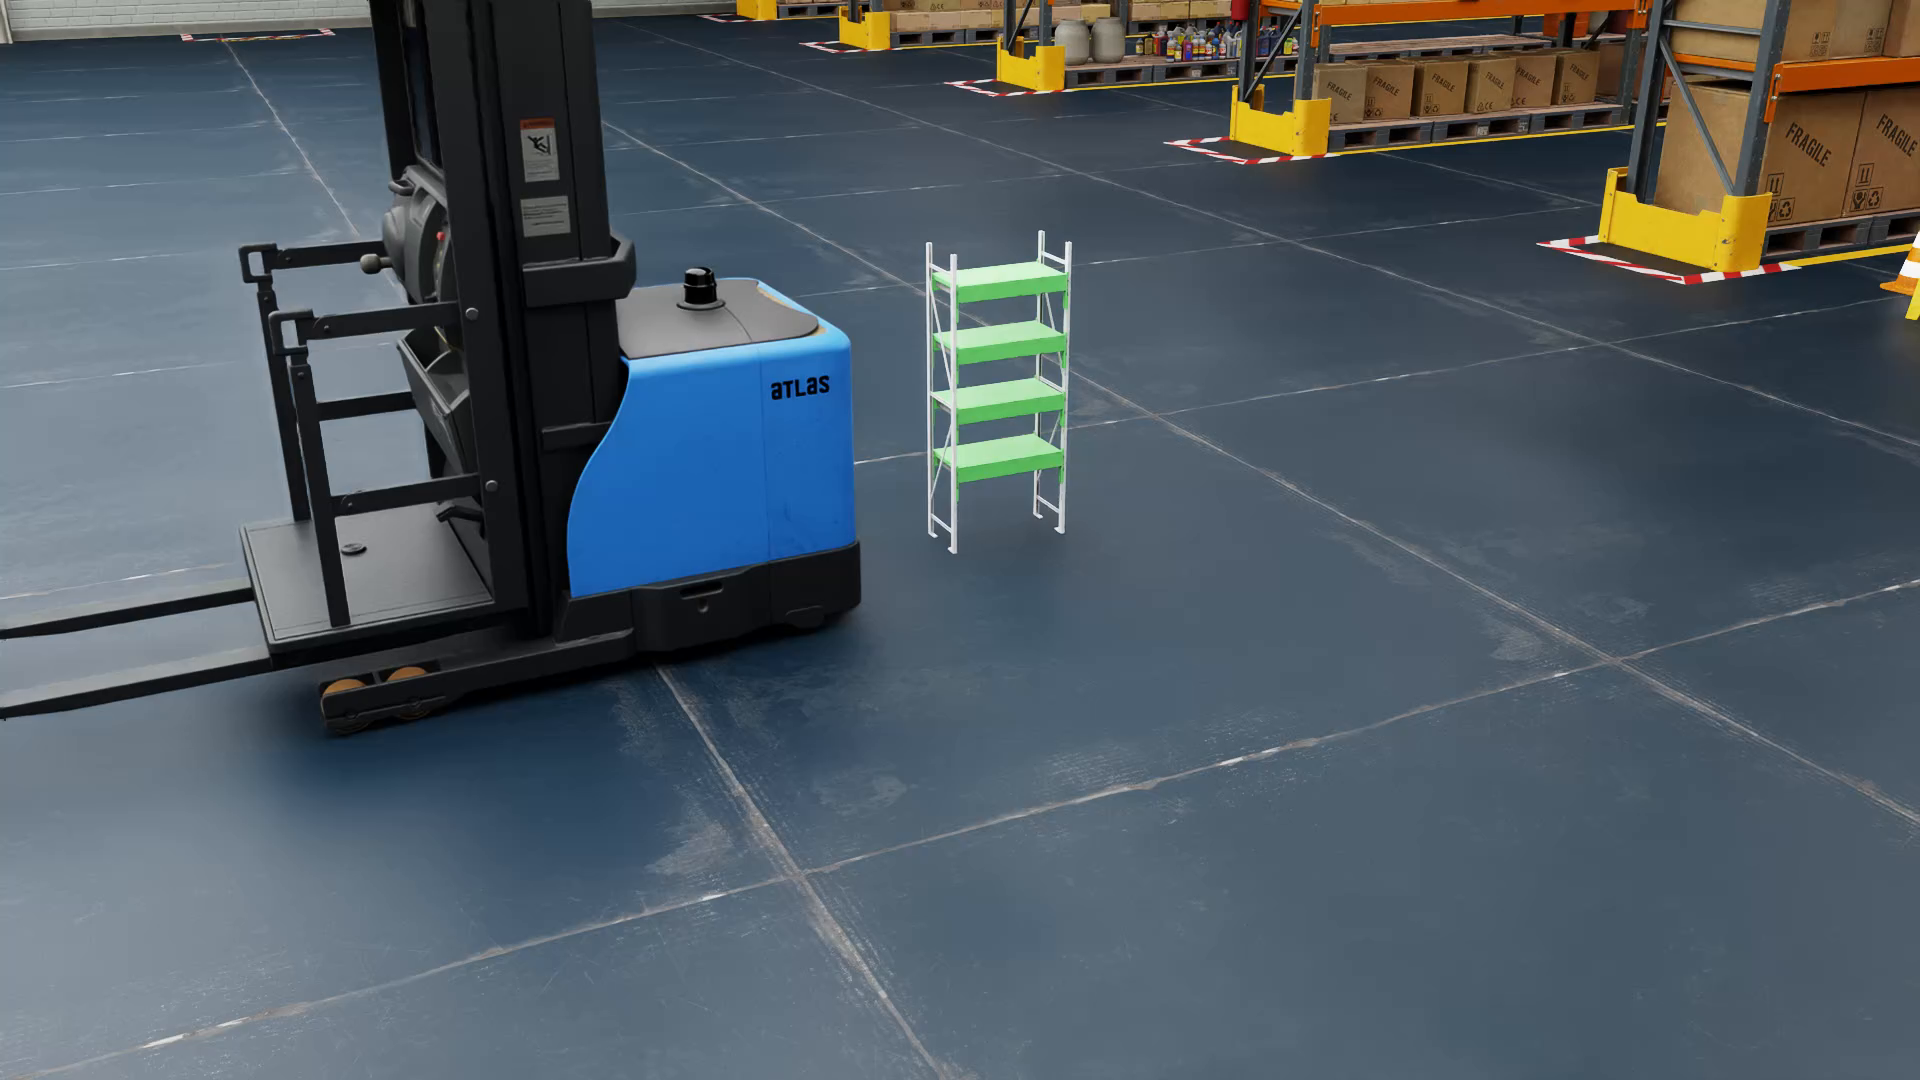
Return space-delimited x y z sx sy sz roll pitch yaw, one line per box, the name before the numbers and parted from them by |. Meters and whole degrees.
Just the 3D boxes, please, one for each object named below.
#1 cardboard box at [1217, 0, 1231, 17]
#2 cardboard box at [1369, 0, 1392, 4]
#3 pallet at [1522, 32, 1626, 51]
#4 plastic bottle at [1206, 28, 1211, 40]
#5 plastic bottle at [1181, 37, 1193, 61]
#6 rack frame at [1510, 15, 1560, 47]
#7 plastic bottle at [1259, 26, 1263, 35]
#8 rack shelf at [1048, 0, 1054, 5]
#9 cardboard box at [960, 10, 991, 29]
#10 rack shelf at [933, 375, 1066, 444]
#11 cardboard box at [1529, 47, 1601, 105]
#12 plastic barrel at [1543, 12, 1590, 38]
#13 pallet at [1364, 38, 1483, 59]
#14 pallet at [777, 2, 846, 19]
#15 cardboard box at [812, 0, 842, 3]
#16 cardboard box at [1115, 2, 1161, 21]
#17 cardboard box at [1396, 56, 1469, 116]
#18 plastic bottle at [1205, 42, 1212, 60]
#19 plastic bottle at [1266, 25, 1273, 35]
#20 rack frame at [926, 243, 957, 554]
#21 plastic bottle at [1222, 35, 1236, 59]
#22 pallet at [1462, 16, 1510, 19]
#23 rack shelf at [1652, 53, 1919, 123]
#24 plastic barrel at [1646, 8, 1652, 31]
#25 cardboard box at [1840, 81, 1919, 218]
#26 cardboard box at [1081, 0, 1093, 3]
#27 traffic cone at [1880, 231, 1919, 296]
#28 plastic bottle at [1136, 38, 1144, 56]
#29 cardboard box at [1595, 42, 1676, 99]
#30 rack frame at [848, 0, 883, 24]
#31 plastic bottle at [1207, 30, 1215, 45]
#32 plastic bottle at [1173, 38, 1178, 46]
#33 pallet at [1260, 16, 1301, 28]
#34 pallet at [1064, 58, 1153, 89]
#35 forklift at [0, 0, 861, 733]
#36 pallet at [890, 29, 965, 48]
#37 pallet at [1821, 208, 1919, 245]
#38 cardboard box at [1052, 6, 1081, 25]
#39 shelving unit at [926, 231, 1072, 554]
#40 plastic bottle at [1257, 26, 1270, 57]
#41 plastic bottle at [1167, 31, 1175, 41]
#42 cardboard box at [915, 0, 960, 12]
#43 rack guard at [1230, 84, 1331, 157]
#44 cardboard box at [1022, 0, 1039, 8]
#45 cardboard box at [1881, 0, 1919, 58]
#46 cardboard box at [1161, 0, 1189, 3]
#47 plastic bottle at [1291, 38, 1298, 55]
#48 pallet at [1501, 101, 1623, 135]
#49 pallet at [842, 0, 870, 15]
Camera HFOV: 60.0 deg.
cardboard box | 4.106 -8.349 26.043 0.500 0.250 0.500 -10 24 -23
cardboard box | 3.764 -5.030 15.309 0.250 0.149 0.380 -10 25 -24
pallet | 8.691 -7.001 23.387 1.213 0.211 1.003 -10 25 -24
plastic bottle | 3.150 -6.394 21.250 0.133 0.283 0.061 -9 24 -21
plastic bottle | 2.771 -5.990 20.275 0.133 0.283 0.061 -10 25 -23
rack frame | 7.999 -8.144 22.503 0.127 3.000 1.000 -10 25 -24
plastic bottle | 3.917 -6.521 21.575 0.097 0.271 0.097 0 22 0
rack shelf | 2.592 -6.816 20.236 4.000 0.370 1.077 -10 25 -24
cardboard box | 0.125 -7.628 24.301 0.500 0.250 0.500 -10 25 -24
rack shelf | 0.149 -0.523 6.611 0.480 0.148 0.258 -10 25 -24
cardboard box | 6.165 -4.760 17.047 0.500 0.500 0.500 -11 25 -25
plastic barrel | 8.432 -7.422 23.048 0.708 0.830 0.600 -10 25 -24
pallet | 6.186 -6.540 22.273 1.213 0.211 1.003 -10 25 -24
pallet | -2.691 -9.078 28.405 1.213 0.211 1.003 -10 25 -24
cardboard box | -2.330 -9.371 28.406 0.500 0.311 0.500 -8 24 -19
cardboard box | 2.720 -8.093 25.426 0.500 0.250 0.500 -11 25 -25
cardboard box | 4.604 -4.455 16.310 0.500 0.500 0.500 -8 24 -19
plastic bottle | 3.047 -6.011 20.432 0.097 0.201 0.097 0 22 0
plastic bottle | 3.877 -6.303 20.944 0.185 0.351 0.144 -10 25 -24
rack frame | -0.071 -0.541 6.489 0.015 1.200 0.240 -10 25 -24
plastic bottle | 3.327 -6.108 20.570 0.135 0.276 0.152 -10 24 -23
pallet | 8.741 -9.079 28.407 1.213 0.211 1.003 -10 25 -24
rack shelf | 6.801 -3.383 11.942 4.000 0.370 1.077 -10 25 -24
plastic barrel | 9.920 -7.587 23.862 0.421 0.512 0.421 0 22 0
cardboard box | 6.373 -2.878 12.010 0.875 0.875 0.875 -11 25 -24
cardboard box | 1.696 -8.489 25.402 0.500 0.500 0.500 -10 25 -24
traffic cone | 6.093 -1.811 10.519 0.334 0.463 0.336 -10 25 -24
plastic bottle | 2.255 -6.183 20.849 0.097 0.201 0.097 0 22 0
cardboard box | 7.105 -4.916 17.398 0.500 0.500 0.700 -13 26 -28
rack frame | -1.355 -8.525 23.422 0.127 3.000 1.000 -10 25 -24
plastic bottle | 3.201 -6.364 21.194 0.097 0.271 0.097 0 22 0
plastic bottle | 2.690 -6.199 20.886 0.097 0.201 0.097 0 22 0
pallet | 5.095 -8.440 26.864 1.213 0.211 1.003 -10 25 -24
pallet | 1.573 -5.690 20.221 1.213 0.211 1.003 -10 25 -24
forklift | -1.911 -0.973 5.268 3.031 2.935 1.130 -11 25 -24
pallet | -0.684 -7.378 24.297 1.213 0.211 1.003 -10 25 -24
pallet | 6.783 -2.456 12.407 1.213 0.211 1.003 -10 25 -24
cardboard box | 1.472 -7.880 24.911 0.500 0.250 0.500 -10 25 -24
shelving unit | 0.149 -0.582 6.587 0.503 1.200 0.258 -10 25 -24
plastic bottle | 3.766 -6.222 20.747 0.185 0.351 0.144 -12 25 -26
plastic bottle | 2.619 -6.273 20.968 0.135 0.276 0.152 -11 25 -25
cardboard box | -0.325 -7.891 23.956 0.500 0.500 0.500 -10 25 -24
rack guard | 3.007 -3.968 15.682 0.348 0.500 1.175 -10 25 -24
cardboard box | 1.022 -8.143 24.565 0.500 0.500 0.500 -10 25 -24
cardboard box | 6.358 -3.679 11.519 0.550 0.550 0.875 -10 25 -24
cardboard box | 3.183 -8.435 25.518 0.500 0.311 0.500 -11 25 -24
plastic bottle | 4.203 -6.223 20.946 0.097 0.201 0.097 0 22 0
pallet | 5.953 -4.362 17.011 1.213 0.211 1.003 -10 25 -24
pallet | -1.593 -9.279 28.890 1.213 0.211 1.003 -10 25 -24
